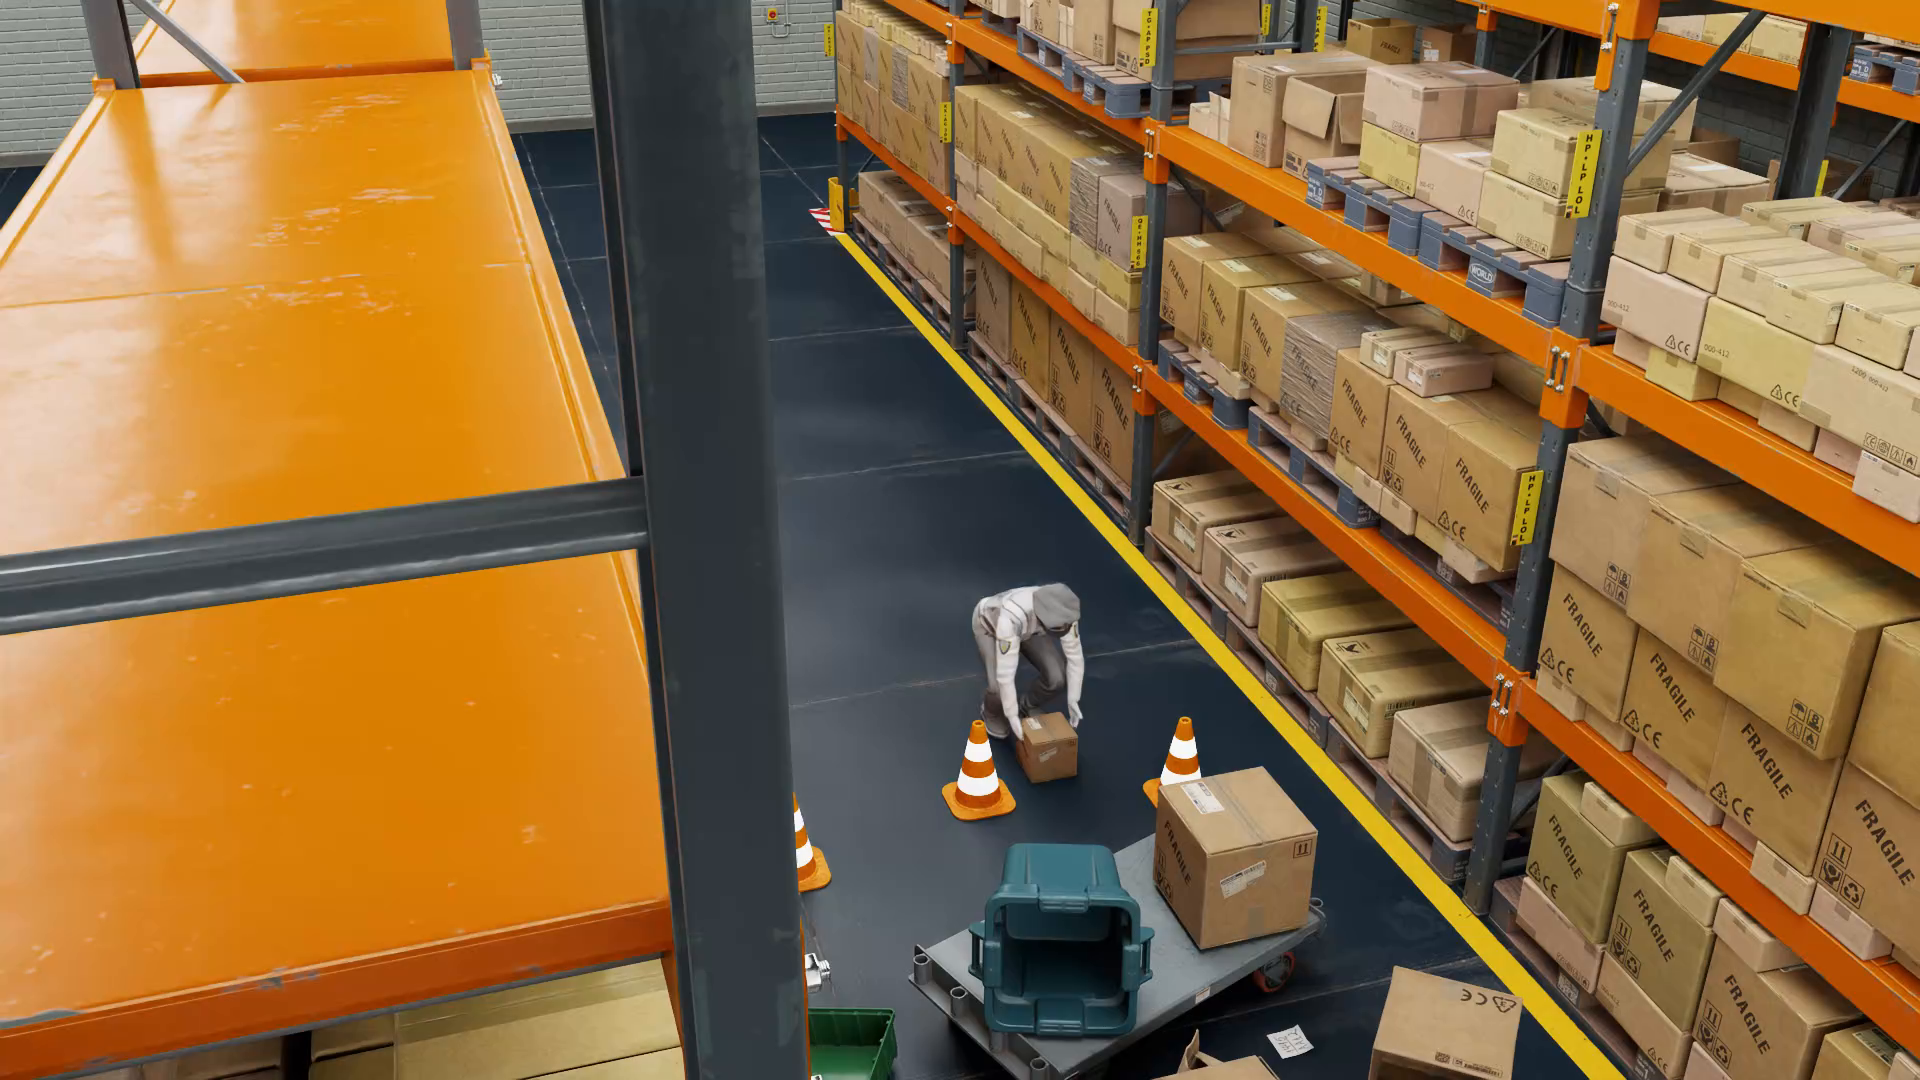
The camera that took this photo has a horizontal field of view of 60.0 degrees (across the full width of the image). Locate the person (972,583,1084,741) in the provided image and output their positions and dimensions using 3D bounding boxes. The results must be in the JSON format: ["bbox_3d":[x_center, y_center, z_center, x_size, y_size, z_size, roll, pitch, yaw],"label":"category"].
[{"bbox_3d":[0.373,0.597,8.870,0.500,1.028,0.837,-8,28,-16],"label":"person"}]
